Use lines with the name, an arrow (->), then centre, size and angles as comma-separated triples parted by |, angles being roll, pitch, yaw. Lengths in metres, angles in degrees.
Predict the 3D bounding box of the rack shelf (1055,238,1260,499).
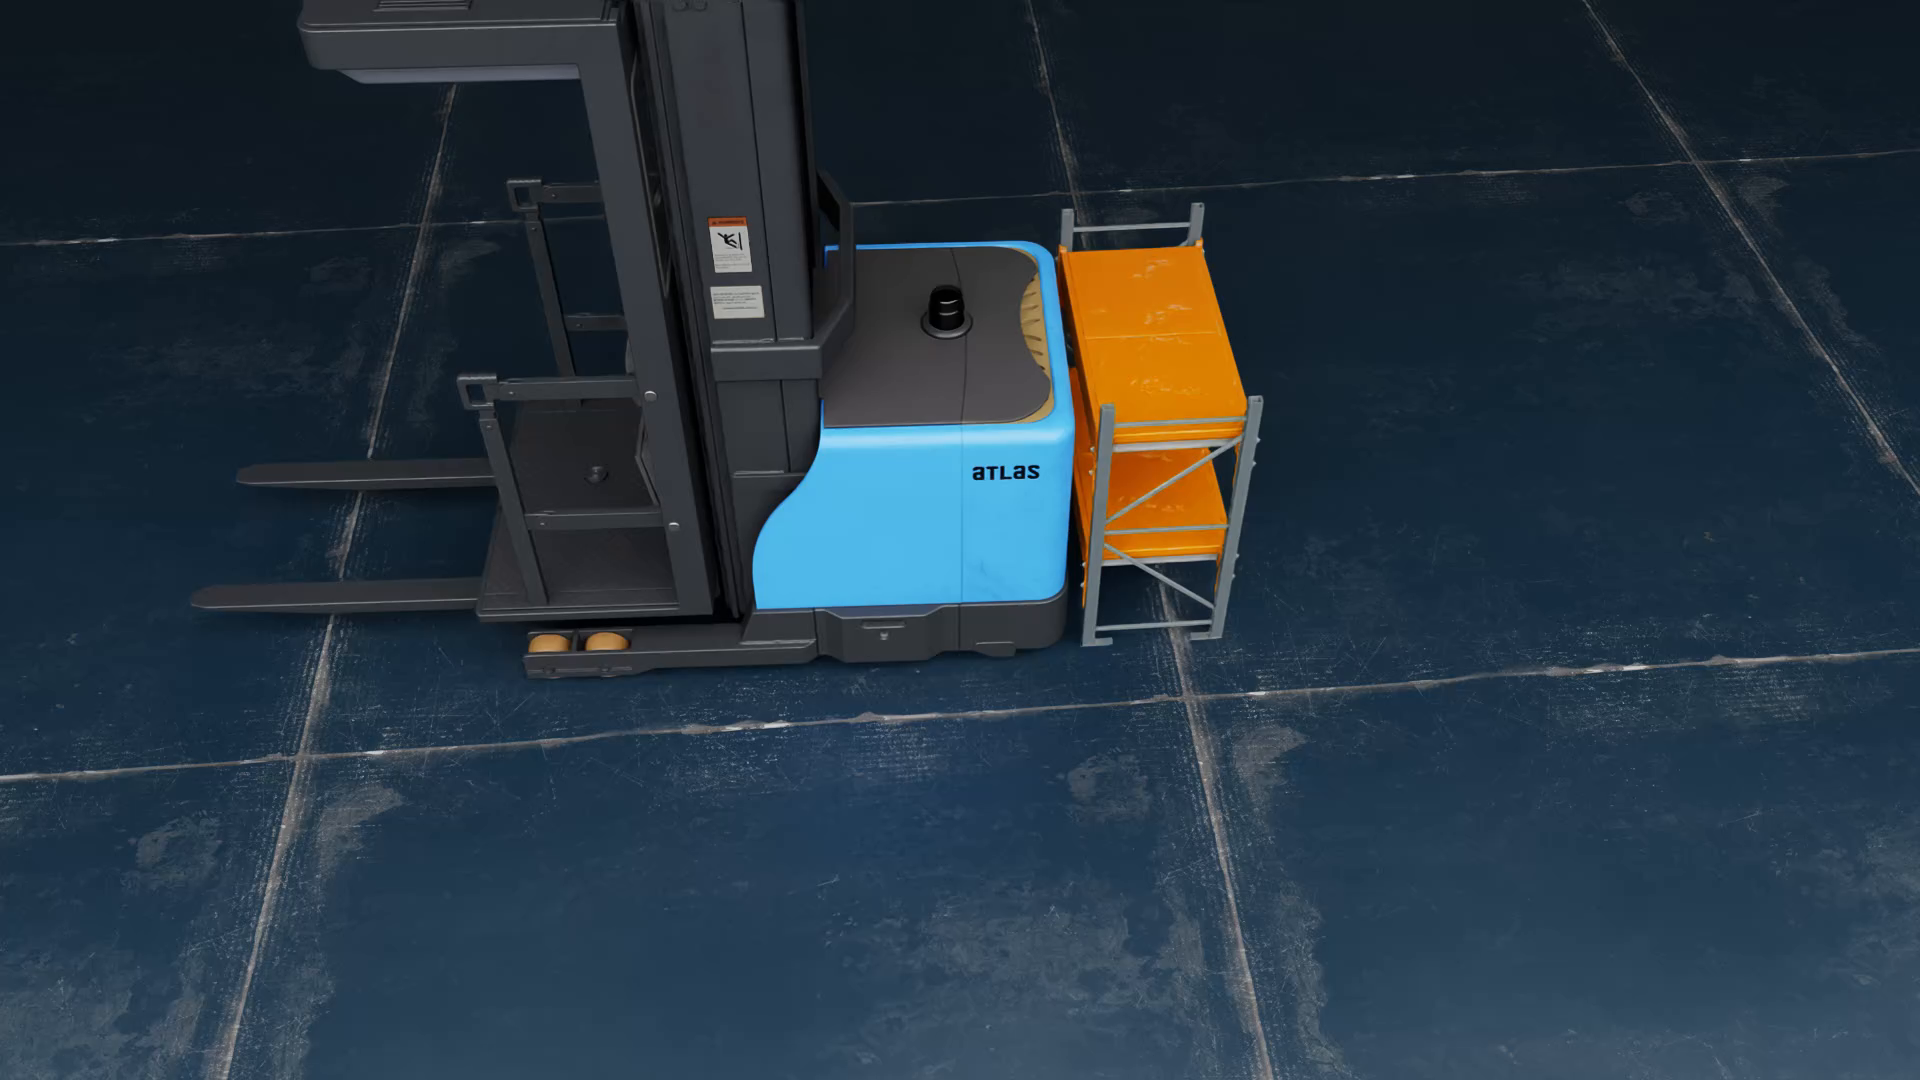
rack shelf -> 0.642, -0.602, 5.643 | 0.538, 0.278, 1.000 | -3, 47, -3

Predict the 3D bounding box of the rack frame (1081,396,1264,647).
rack frame -> 0.681, -0.033, 5.507 | 0.500, 1.125, 0.032 | -3, 47, -3

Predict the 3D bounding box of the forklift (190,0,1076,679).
forklift -> -1.159, -0.919, 5.101 | 3.031, 2.935, 1.130 | -2, 47, -2

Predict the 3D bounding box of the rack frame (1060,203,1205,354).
rack frame -> 0.603, -0.769, 6.204 | 0.500, 1.125, 0.032 | -3, 47, -3

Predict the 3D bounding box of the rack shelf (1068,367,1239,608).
rack shelf -> 0.642, -0.233, 6.033 | 0.538, 0.278, 1.000 | -3, 47, -3

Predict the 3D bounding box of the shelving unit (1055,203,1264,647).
shelving unit -> 0.642, -0.401, 5.855 | 0.538, 1.125, 1.048 | -3, 47, -3
